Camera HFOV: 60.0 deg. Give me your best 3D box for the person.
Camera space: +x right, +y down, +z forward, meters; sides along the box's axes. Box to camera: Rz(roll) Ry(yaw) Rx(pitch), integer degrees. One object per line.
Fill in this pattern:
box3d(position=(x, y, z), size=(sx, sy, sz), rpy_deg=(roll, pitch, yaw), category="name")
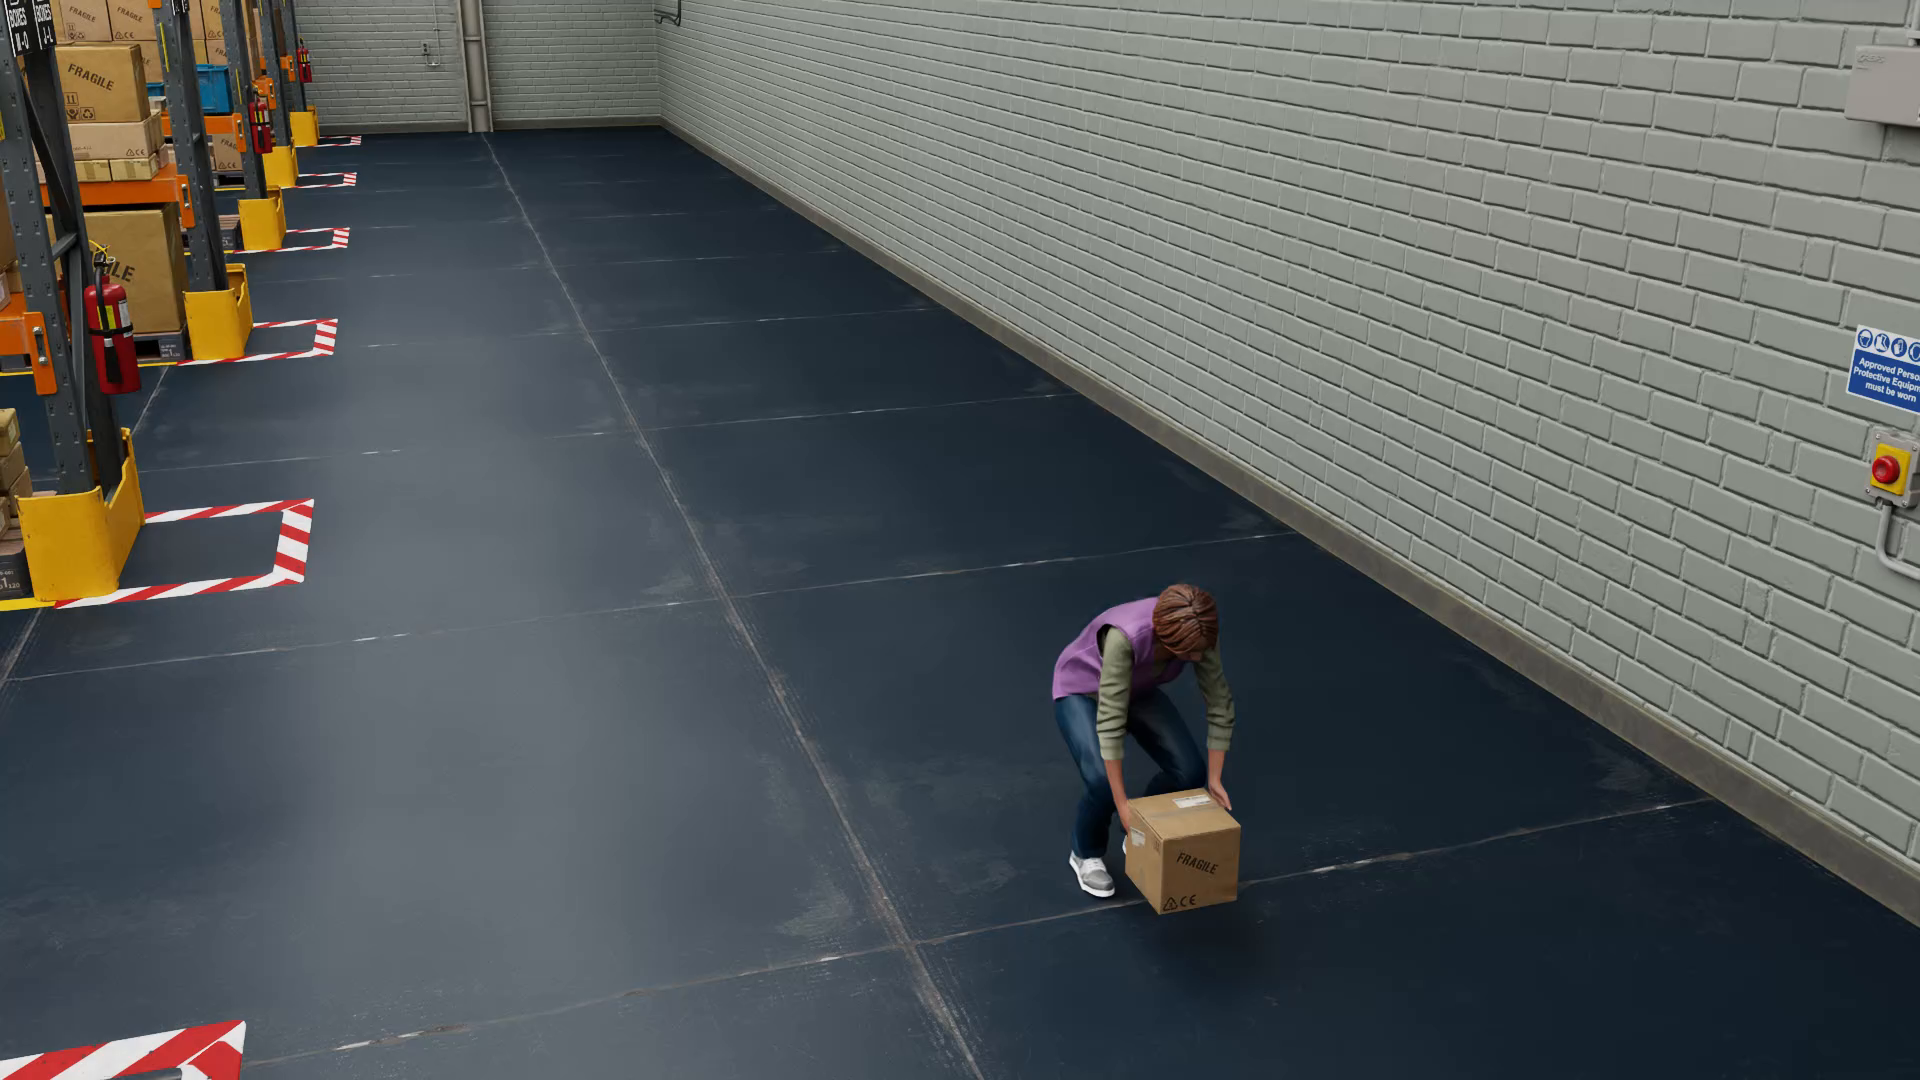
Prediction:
box3d(position=(0.568, 0.583, 5.196), size=(0.461, 1.097, 0.738), rpy_deg=(-6, 20, -17), category="person")
